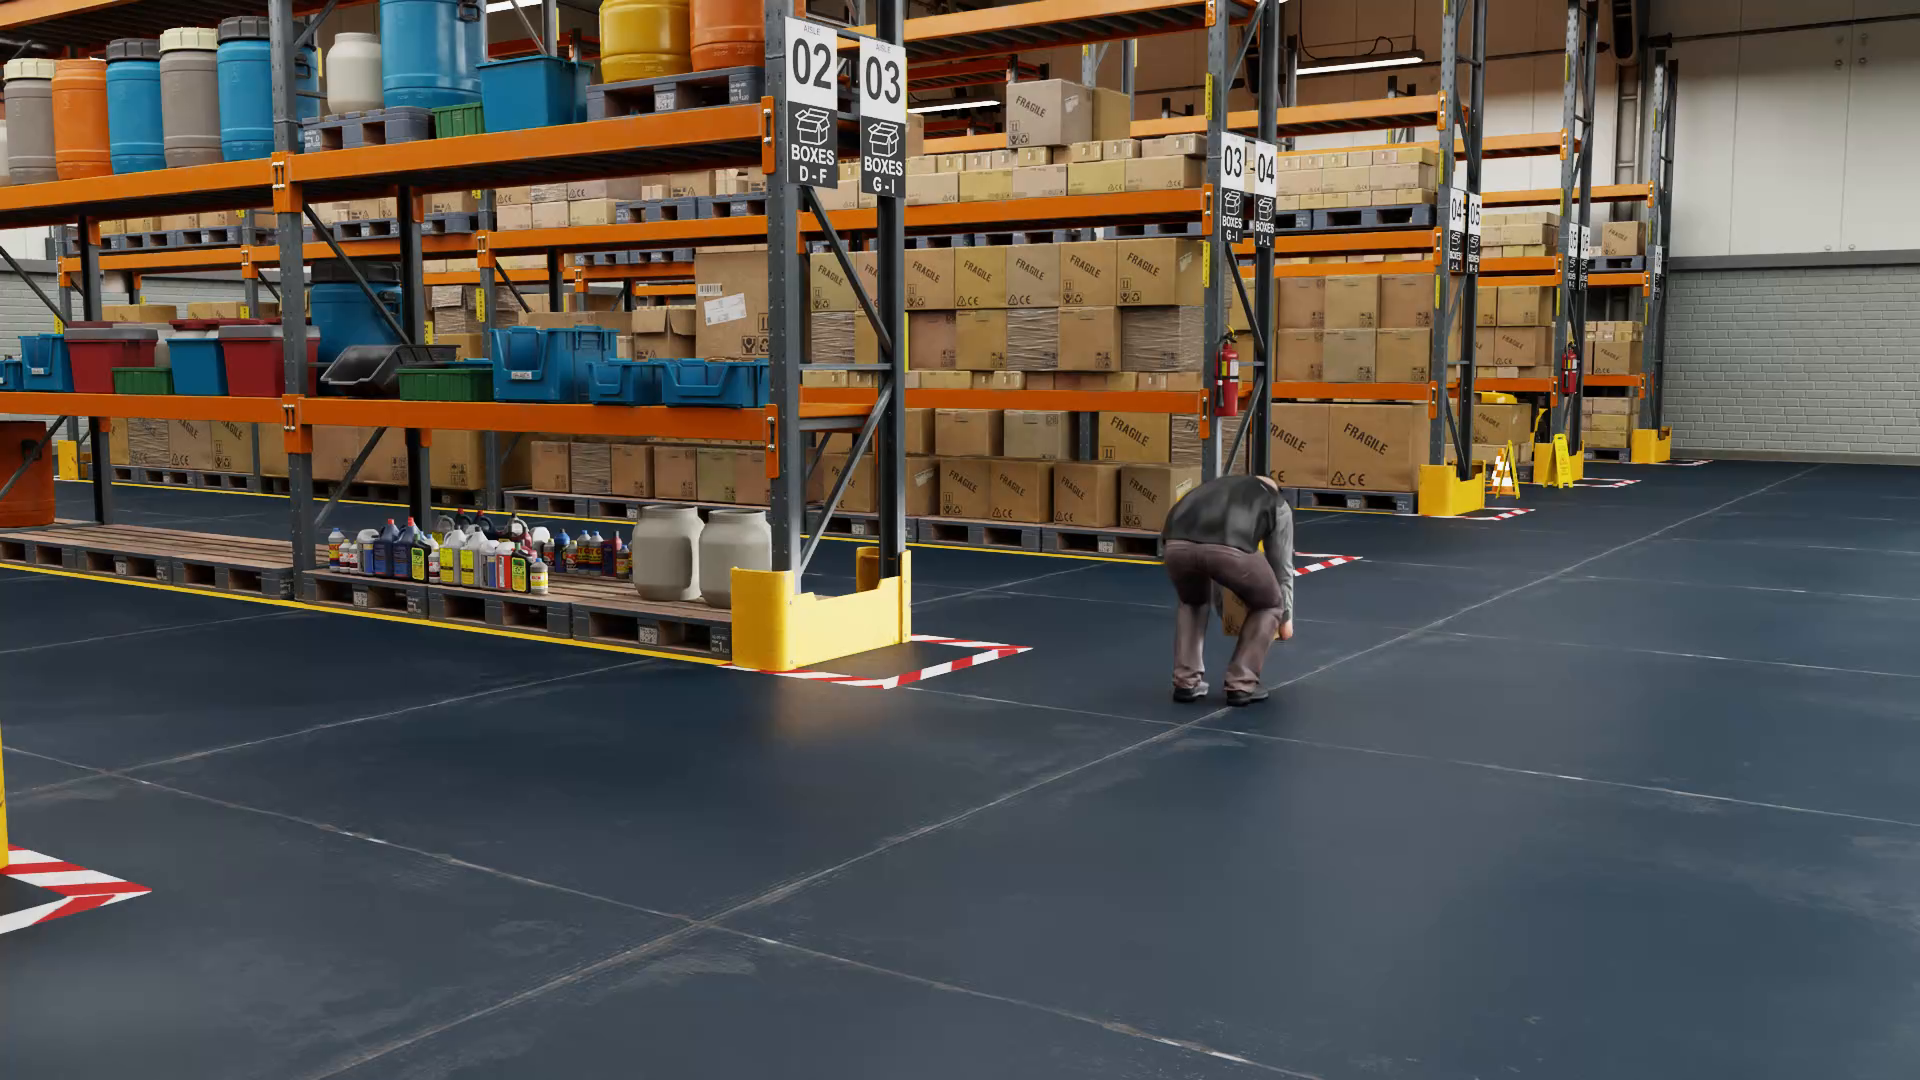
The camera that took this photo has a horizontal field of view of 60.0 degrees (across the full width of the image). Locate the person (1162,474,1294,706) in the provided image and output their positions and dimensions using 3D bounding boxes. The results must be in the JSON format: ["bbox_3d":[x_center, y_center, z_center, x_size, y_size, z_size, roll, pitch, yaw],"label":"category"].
[{"bbox_3d":[1.258,0.209,7.683,0.504,1.023,0.949,4,7,31],"label":"person"}]
